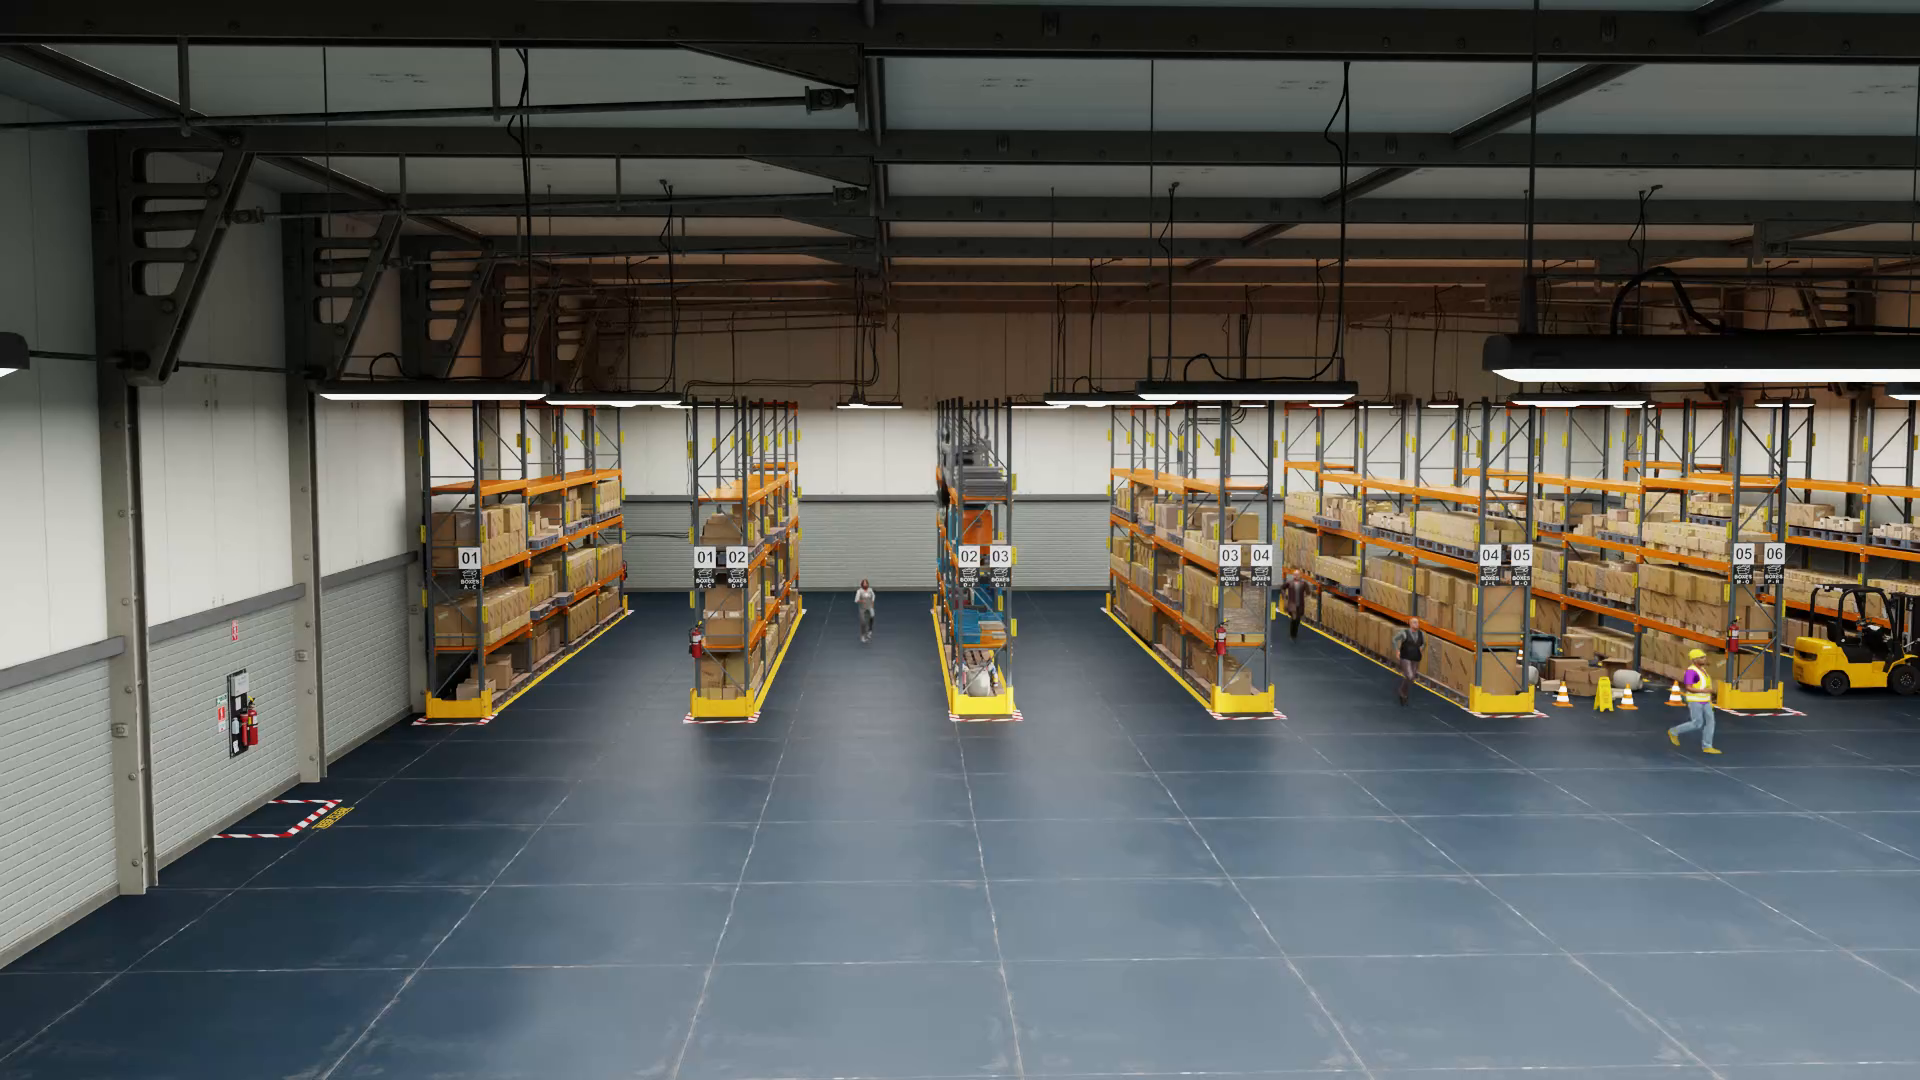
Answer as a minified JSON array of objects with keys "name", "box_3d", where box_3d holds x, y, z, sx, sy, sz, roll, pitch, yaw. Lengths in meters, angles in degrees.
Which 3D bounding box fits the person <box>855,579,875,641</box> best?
[{"name":"person","box_3d":[-2.324,1.732,40.768,0.522,1.542,0.810,-1,5,-12]}]

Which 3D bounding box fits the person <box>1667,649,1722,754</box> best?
[{"name":"person","box_3d":[12.357,2.700,27.894,0.861,1.741,0.714,4,6,44]}]

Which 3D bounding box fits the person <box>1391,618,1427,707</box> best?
[{"name":"person","box_3d":[8.801,2.385,32.502,0.638,1.749,0.738,-1,5,-14]}]

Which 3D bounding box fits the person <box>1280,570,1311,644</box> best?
[{"name":"person","box_3d":[8.350,1.664,41.296,0.688,1.839,0.836,0,4,-5]}]
